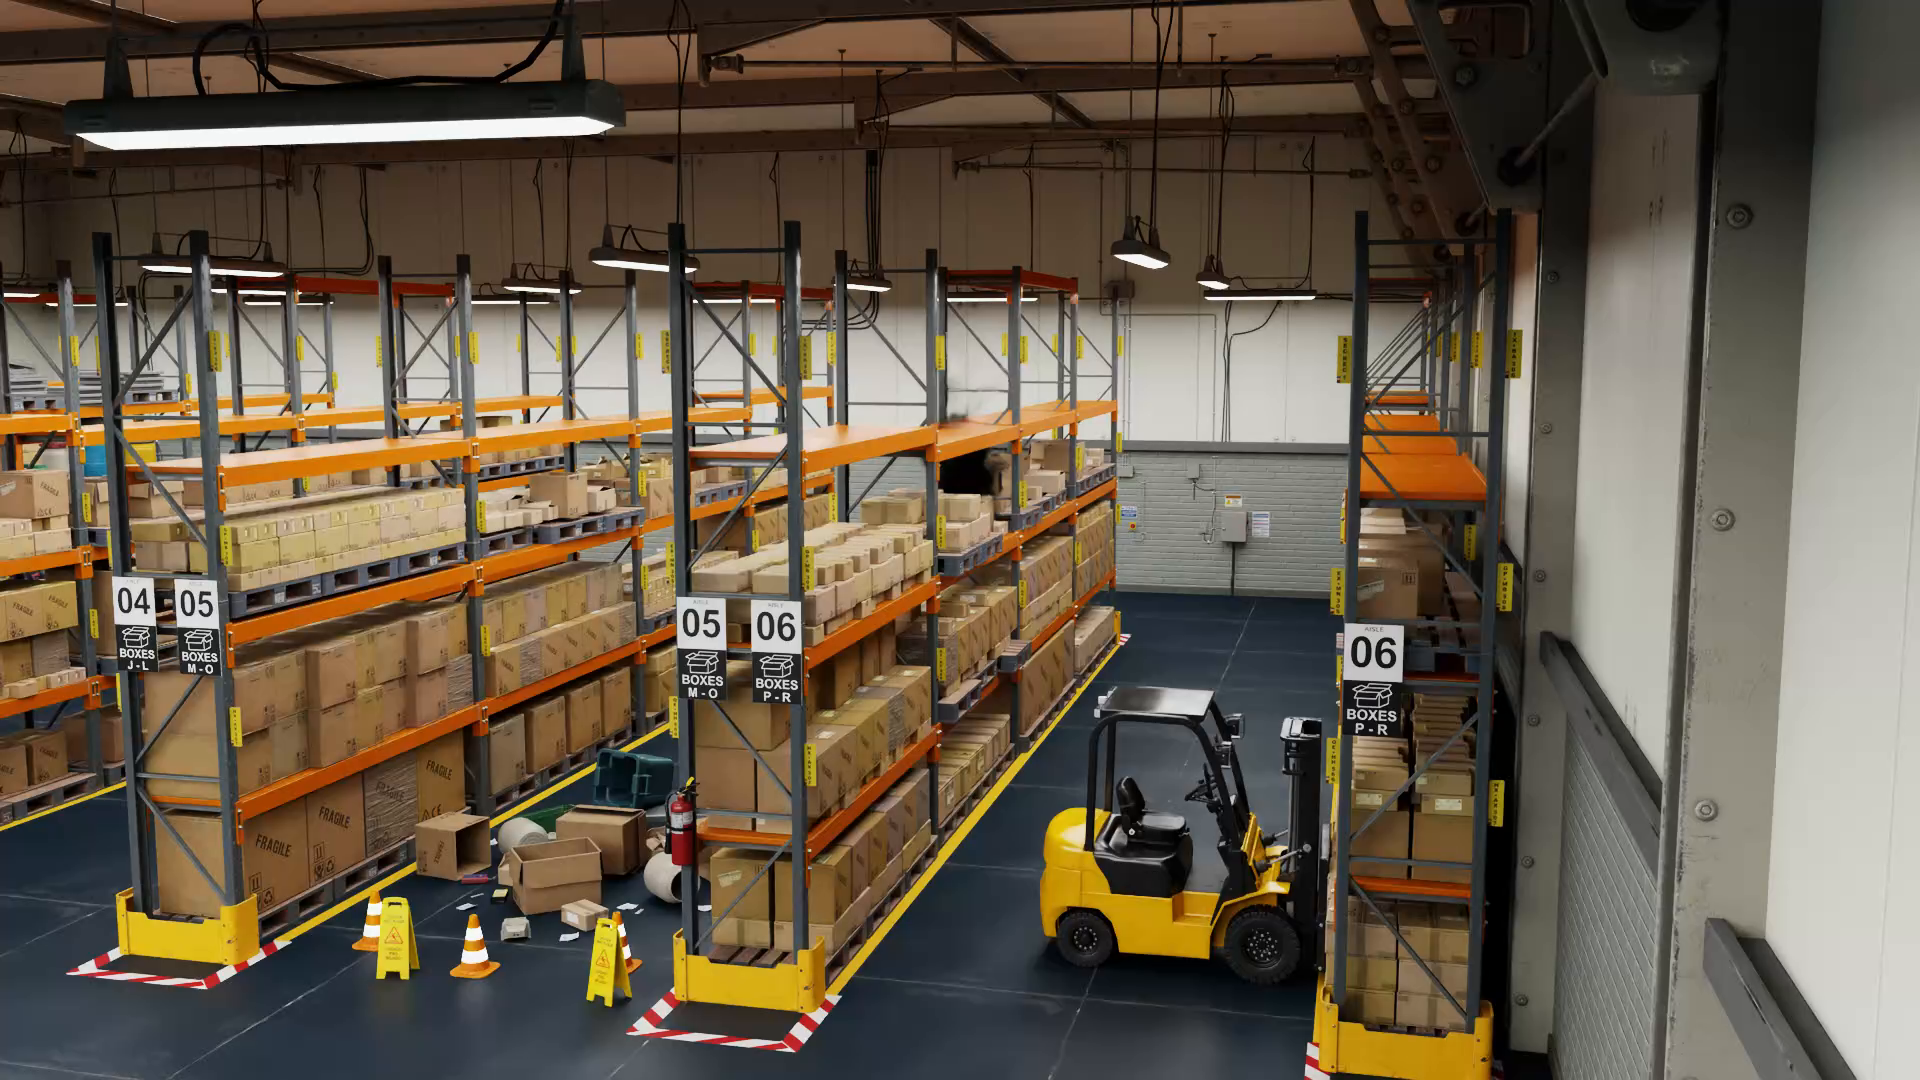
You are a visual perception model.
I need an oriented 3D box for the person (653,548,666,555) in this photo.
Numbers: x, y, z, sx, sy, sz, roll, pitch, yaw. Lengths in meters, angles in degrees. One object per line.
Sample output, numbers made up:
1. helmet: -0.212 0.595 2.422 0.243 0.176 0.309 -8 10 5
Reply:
1. person: -4.945 0.968 27.784 0.588 1.705 0.744 3 7 21
